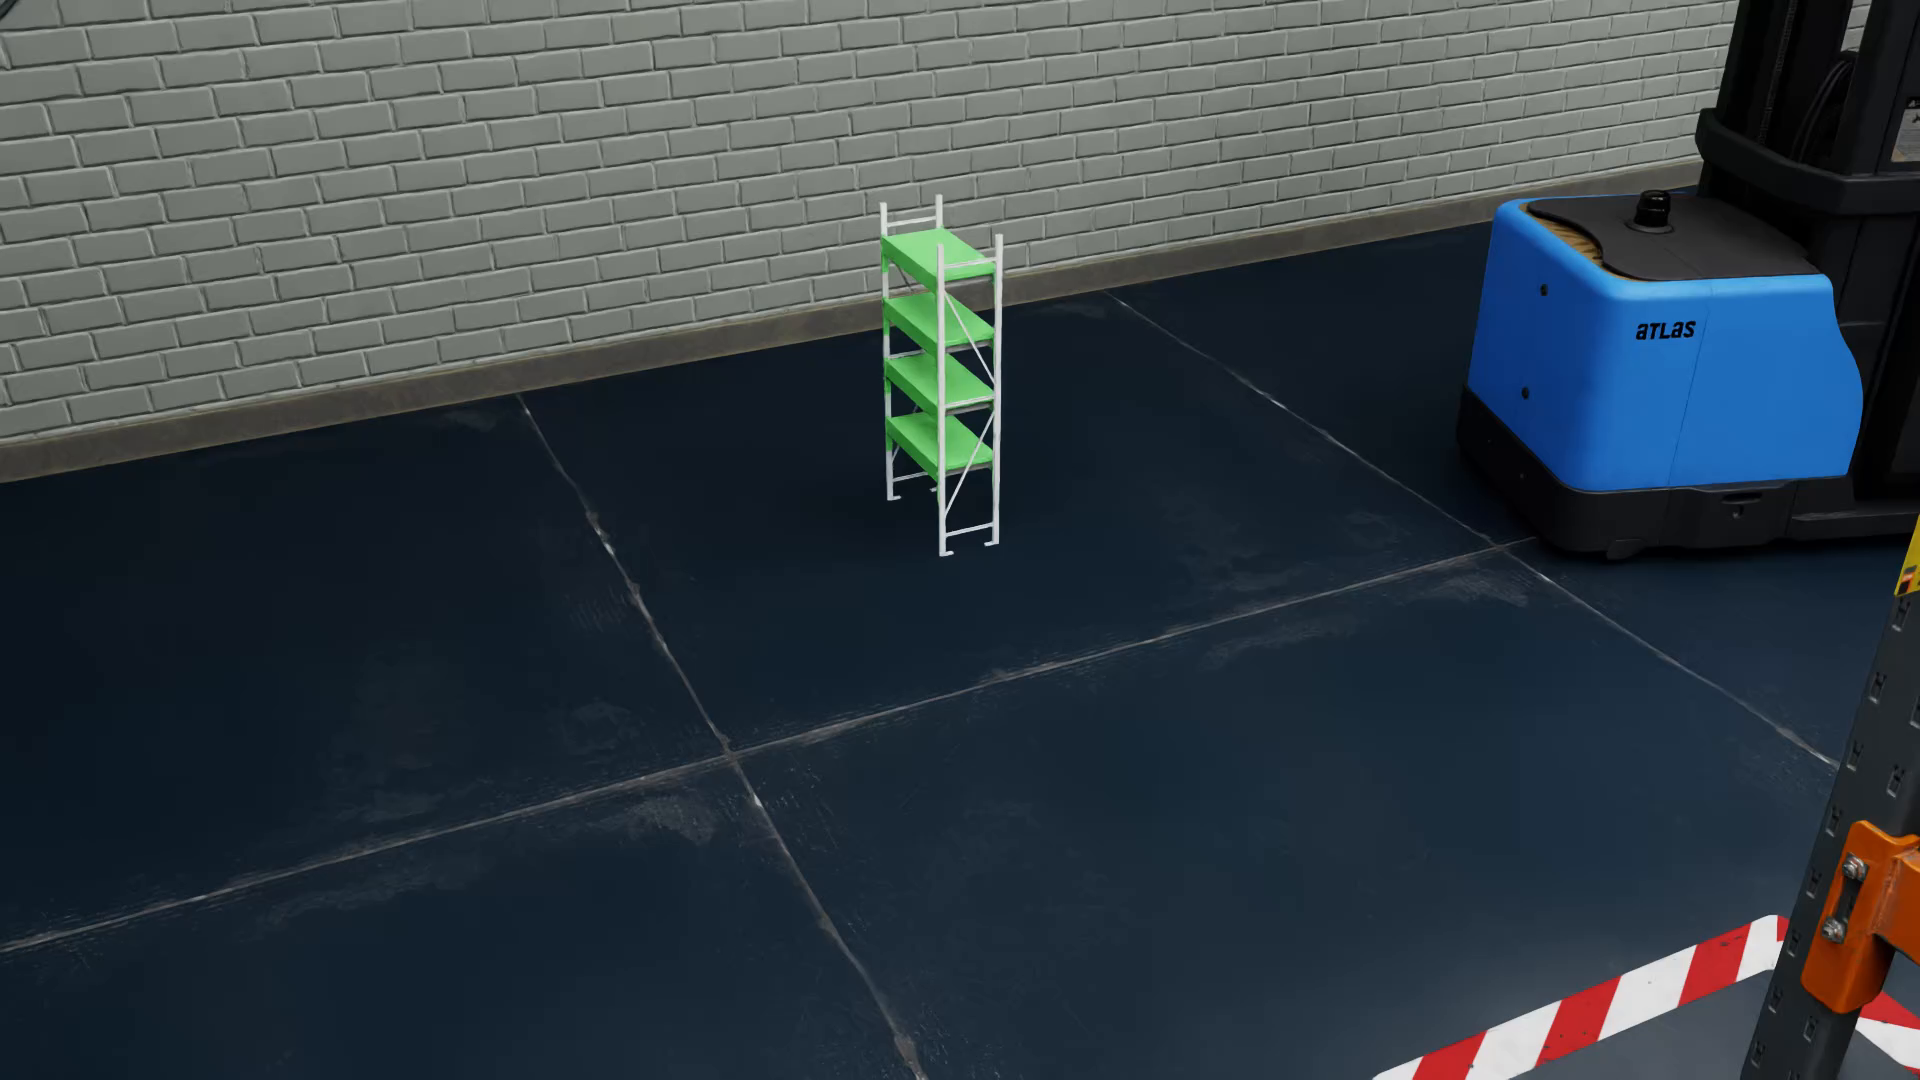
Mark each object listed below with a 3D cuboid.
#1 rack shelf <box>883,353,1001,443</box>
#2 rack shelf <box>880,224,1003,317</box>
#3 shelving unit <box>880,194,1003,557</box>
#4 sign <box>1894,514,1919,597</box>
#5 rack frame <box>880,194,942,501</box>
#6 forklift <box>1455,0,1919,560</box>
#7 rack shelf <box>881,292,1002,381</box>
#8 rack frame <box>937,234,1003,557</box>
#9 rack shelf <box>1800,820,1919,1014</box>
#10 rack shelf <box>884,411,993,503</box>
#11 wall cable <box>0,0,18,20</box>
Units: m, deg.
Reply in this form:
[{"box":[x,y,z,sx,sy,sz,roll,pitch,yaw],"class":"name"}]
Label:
[{"box":[-0.071,-0.541,6.118,0.258,0.148,0.480,-13,32,-22],"class":"rack shelf"},{"box":[-0.071,-0.959,5.883,0.258,0.148,0.480,-13,32,-22],"class":"rack shelf"},{"box":[-0.071,-0.596,6.087,0.258,1.200,0.503,-13,32,-22],"class":"shelving unit"},{"box":[1.439,-0.068,2.420,0.100,0.325,0.005,-13,32,-22],"class":"sign"},{"box":[-0.176,-0.704,6.279,0.240,1.200,0.015,-13,32,-22],"class":"rack frame"},{"box":[3.597,-1.520,5.964,3.031,2.935,1.130,-4,30,-7],"class":"forklift"},{"box":[-0.071,-0.750,6.001,0.258,0.148,0.480,-13,32,-22],"class":"rack shelf"},{"box":[0.034,-0.489,5.895,0.240,1.200,0.015,-13,32,-22],"class":"rack frame"},{"box":[2.788,1.393,1.435,1.077,0.370,4.000,-13,32,-22],"class":"rack shelf"},{"box":[-0.071,-0.331,6.236,0.258,0.148,0.480,-13,32,-22],"class":"rack shelf"},{"box":[-4.648,-2.599,4.858,3.097,2.526,0.112,-13,32,-22],"class":"wall cable"}]
